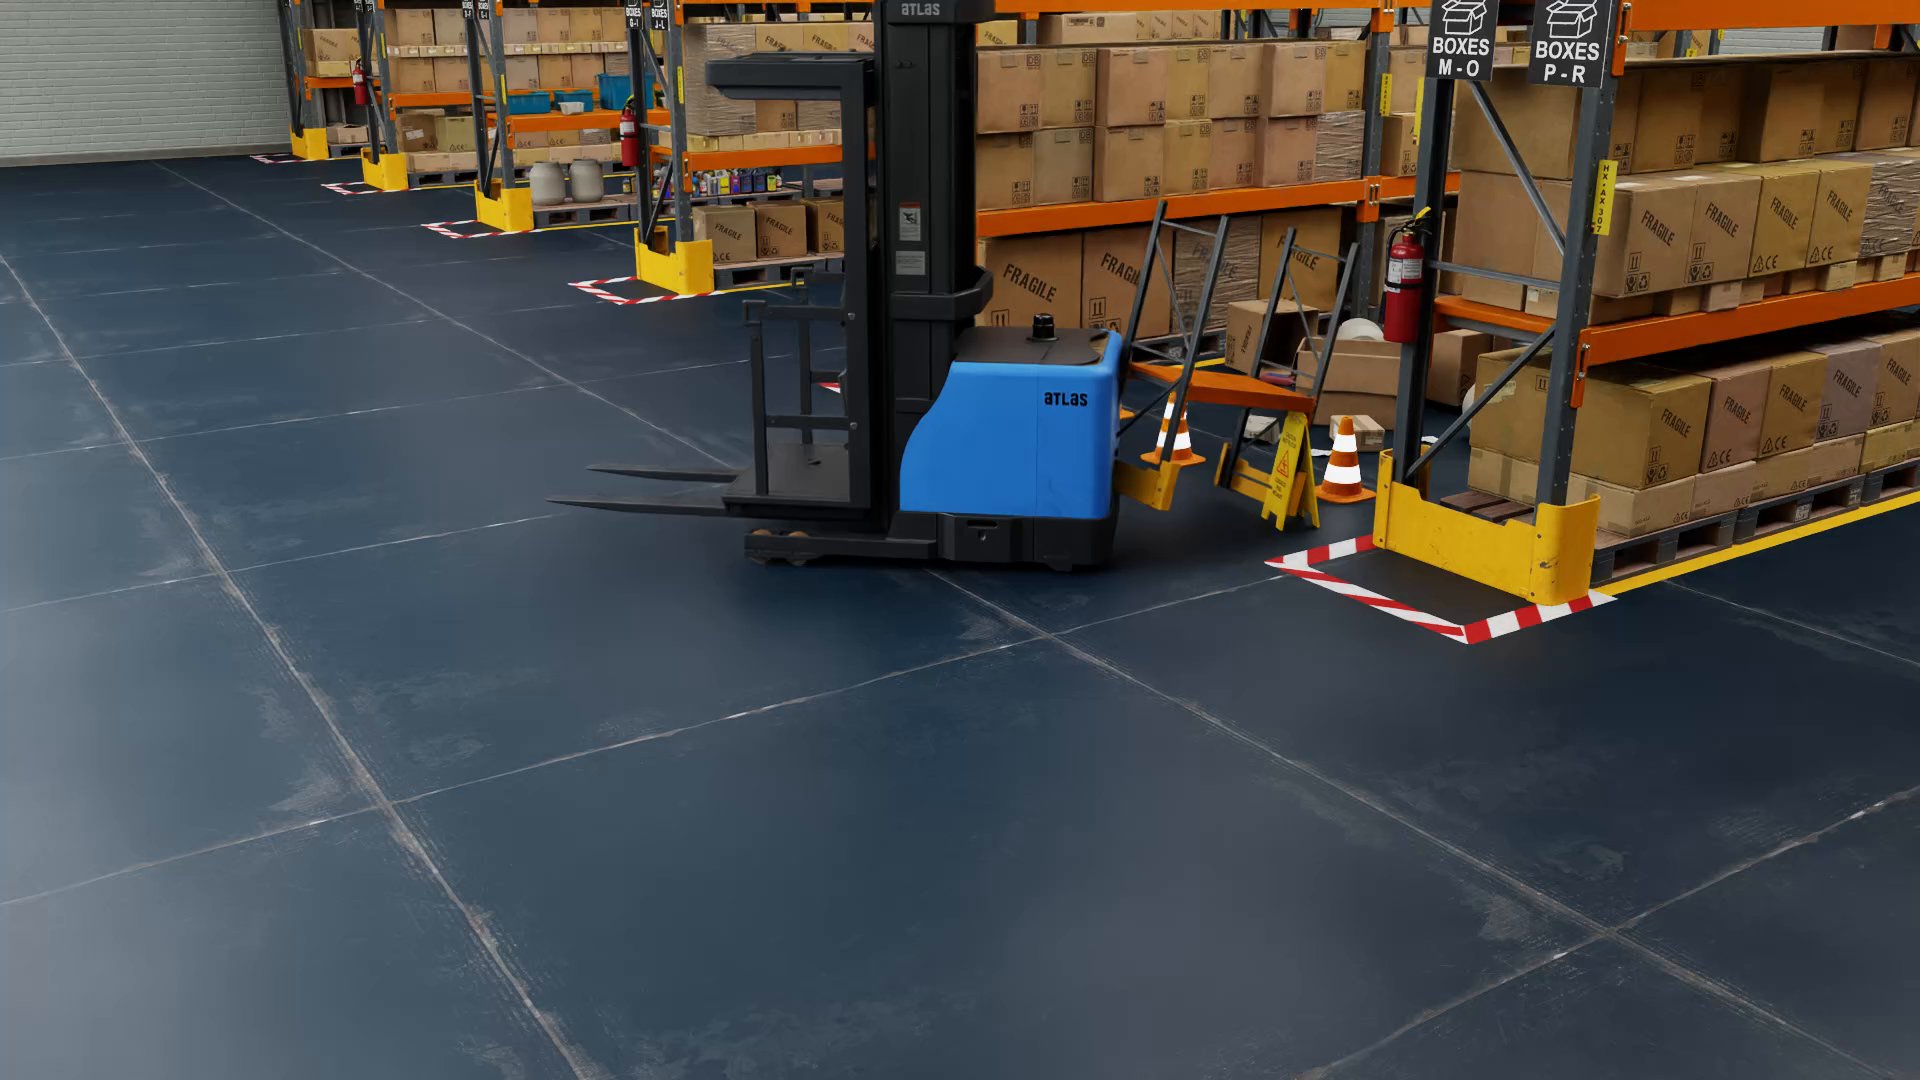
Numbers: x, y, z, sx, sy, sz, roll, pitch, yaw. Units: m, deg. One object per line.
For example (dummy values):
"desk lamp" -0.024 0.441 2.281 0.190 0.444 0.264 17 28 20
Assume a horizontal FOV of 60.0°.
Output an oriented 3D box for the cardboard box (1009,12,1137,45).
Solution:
"cardboard box" 1.212 -5.209 18.074 1.000 1.000 1.000 -12 22 -31

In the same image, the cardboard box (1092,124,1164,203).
"cardboard box" 1.044 -2.890 12.574 0.550 0.550 0.875 -12 22 -31

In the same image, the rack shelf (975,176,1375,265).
"rack shelf" 1.445 -2.585 13.030 4.000 0.370 1.077 -12 22 -31

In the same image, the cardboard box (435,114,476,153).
"cardboard box" -7.327 -5.944 24.308 0.500 0.500 0.500 -12 22 -31

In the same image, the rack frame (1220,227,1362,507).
"rack frame" 1.809 -0.937 9.163 0.032 1.500 0.500 1 18 -39

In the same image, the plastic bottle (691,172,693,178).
"plastic bottle" -3.565 -4.691 21.702 0.135 0.276 0.152 -12 22 -31

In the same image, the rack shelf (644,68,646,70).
"rack shelf" -6.031 -8.609 30.848 4.000 0.370 1.077 -12 22 -31

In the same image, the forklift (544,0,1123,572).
"forklift" -0.676 -1.427 8.586 3.031 2.935 1.130 3 19 8

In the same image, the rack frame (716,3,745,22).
"rack frame" -4.360 -9.302 31.775 0.127 3.000 1.000 -12 22 -31

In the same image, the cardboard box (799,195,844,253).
"cardboard box" -1.325 -3.258 17.145 0.500 0.500 0.500 -10 21 -26

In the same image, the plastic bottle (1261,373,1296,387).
"plastic bottle" 2.394 -1.189 12.364 0.283 0.061 0.133 13 23 34

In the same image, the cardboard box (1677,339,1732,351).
"cardboard box" 3.966 -0.910 9.418 0.500 0.500 0.500 -13 22 -33

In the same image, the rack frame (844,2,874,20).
"rack frame" -1.633 -7.978 27.858 0.127 3.000 1.000 -12 22 -31

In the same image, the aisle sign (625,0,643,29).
"aisle sign" -3.086 -5.219 15.639 0.004 0.787 0.394 -12 22 -31

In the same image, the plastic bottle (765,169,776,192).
"plastic bottle" -2.473 -4.696 21.706 0.133 0.283 0.061 -11 21 -29

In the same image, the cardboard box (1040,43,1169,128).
"cardboard box" 1.057 -3.395 12.382 0.550 0.550 0.875 -12 22 -31

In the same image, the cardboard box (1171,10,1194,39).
"cardboard box" 3.976 -9.574 30.862 0.500 0.500 0.500 -11 22 -30

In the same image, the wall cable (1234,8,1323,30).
"wall cable" 7.241 -12.983 38.144 0.112 2.526 3.097 -12 22 -31

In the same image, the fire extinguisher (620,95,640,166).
"fire extinguisher" -3.218 -3.985 16.167 0.183 0.674 0.296 -12 22 -31

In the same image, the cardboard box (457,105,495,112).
"cardboard box" -8.546 -7.428 29.448 0.500 0.500 0.500 -14 23 -35

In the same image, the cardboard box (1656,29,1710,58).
"cardboard box" 10.232 -7.006 23.581 0.500 0.500 0.500 -12 22 -31

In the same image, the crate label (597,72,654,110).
"crate label" -4.205 -5.657 20.936 0.616 0.435 0.502 -12 22 -31

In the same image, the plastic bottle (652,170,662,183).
"plastic bottle" -3.959 -4.664 21.620 0.135 0.276 0.152 -13 22 -33

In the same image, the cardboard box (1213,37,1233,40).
"cardboard box" 4.824 -9.283 31.561 0.500 0.500 0.500 -11 22 -30

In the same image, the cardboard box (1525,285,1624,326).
"cardboard box" 2.979 -1.153 8.063 0.250 0.149 0.380 -12 22 -31

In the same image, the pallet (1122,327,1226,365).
"pallet" 1.417 -1.628 13.430 1.213 0.211 1.003 -12 22 -31

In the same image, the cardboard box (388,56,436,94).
"cardboard box" -7.917 -6.695 23.907 0.500 0.500 0.700 -12 22 -31

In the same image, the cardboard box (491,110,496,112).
"cardboard box" -6.784 -6.262 25.249 0.500 0.500 0.500 -12 22 -31

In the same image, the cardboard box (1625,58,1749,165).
"cardboard box" 3.684 -2.282 8.829 0.500 0.500 0.700 -12 22 -32

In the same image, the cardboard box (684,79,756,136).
"cardboard box" -2.395 -4.196 16.051 0.500 0.500 0.875 -12 22 -31

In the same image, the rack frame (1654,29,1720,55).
"rack frame" 10.494 -6.737 24.186 0.127 3.000 1.000 -12 22 -31

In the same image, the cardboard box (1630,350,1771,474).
"cardboard box" 3.861 -0.685 8.752 0.500 0.500 0.500 -13 23 -33

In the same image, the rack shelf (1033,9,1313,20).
"rack shelf" 2.142 -6.055 18.611 4.000 0.370 1.077 -12 22 -31

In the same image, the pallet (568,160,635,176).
"pallet" -5.661 -5.824 25.839 1.213 0.211 1.003 -12 22 -31

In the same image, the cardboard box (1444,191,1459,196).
"cardboard box" 5.170 -2.878 15.630 0.750 0.750 1.050 -12 22 -31

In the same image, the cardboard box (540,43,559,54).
"cardboard box" -6.144 -7.300 24.682 0.250 0.149 0.380 -11 22 -30

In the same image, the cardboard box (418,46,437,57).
"cardboard box" -7.649 -6.982 23.743 0.250 0.149 0.380 -13 22 -33

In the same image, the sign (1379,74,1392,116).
"sign" 3.422 -3.578 13.367 0.005 0.325 0.100 -12 22 -31

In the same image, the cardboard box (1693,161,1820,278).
"cardboard box" 3.985 -1.647 8.512 0.500 0.500 0.500 -12 22 -32

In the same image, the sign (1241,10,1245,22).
"sign" 5.337 -9.933 31.340 0.005 0.325 0.100 -12 22 -31

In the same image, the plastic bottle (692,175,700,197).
"plastic bottle" -3.368 -4.509 21.169 0.097 0.271 0.097 0 19 0

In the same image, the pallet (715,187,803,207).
"pallet" -2.836 -4.520 21.982 1.213 0.211 1.003 -12 22 -31

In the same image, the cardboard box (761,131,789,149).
"cardboard box" -1.866 -3.914 16.230 0.250 0.149 0.380 -12 22 -31

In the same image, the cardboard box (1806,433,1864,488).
"cardboard box" 4.710 -0.508 9.399 0.500 0.250 0.500 -12 22 -31

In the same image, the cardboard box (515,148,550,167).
"cardboard box" -6.490 -5.764 24.946 0.500 0.250 0.500 -12 22 -31

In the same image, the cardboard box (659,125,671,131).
"cardboard box" -4.491 -6.442 26.075 0.500 0.311 0.500 -12 22 -31

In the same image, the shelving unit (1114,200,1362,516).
"shelving unit" 1.421 -0.946 8.850 1.083 1.500 0.587 1 18 -39

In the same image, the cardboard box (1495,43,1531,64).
"cardboard box" 4.800 -4.157 14.839 0.500 0.500 0.700 -12 22 -32

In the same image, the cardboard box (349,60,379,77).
"cardboard box" -10.034 -7.928 27.913 0.500 0.250 0.500 -13 22 -33

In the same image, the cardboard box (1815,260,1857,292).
"cardboard box" 4.549 -1.443 8.921 0.250 0.149 0.380 -12 22 -31

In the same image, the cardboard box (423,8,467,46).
"cardboard box" -7.437 -7.413 24.005 0.500 0.500 0.700 -13 22 -33
